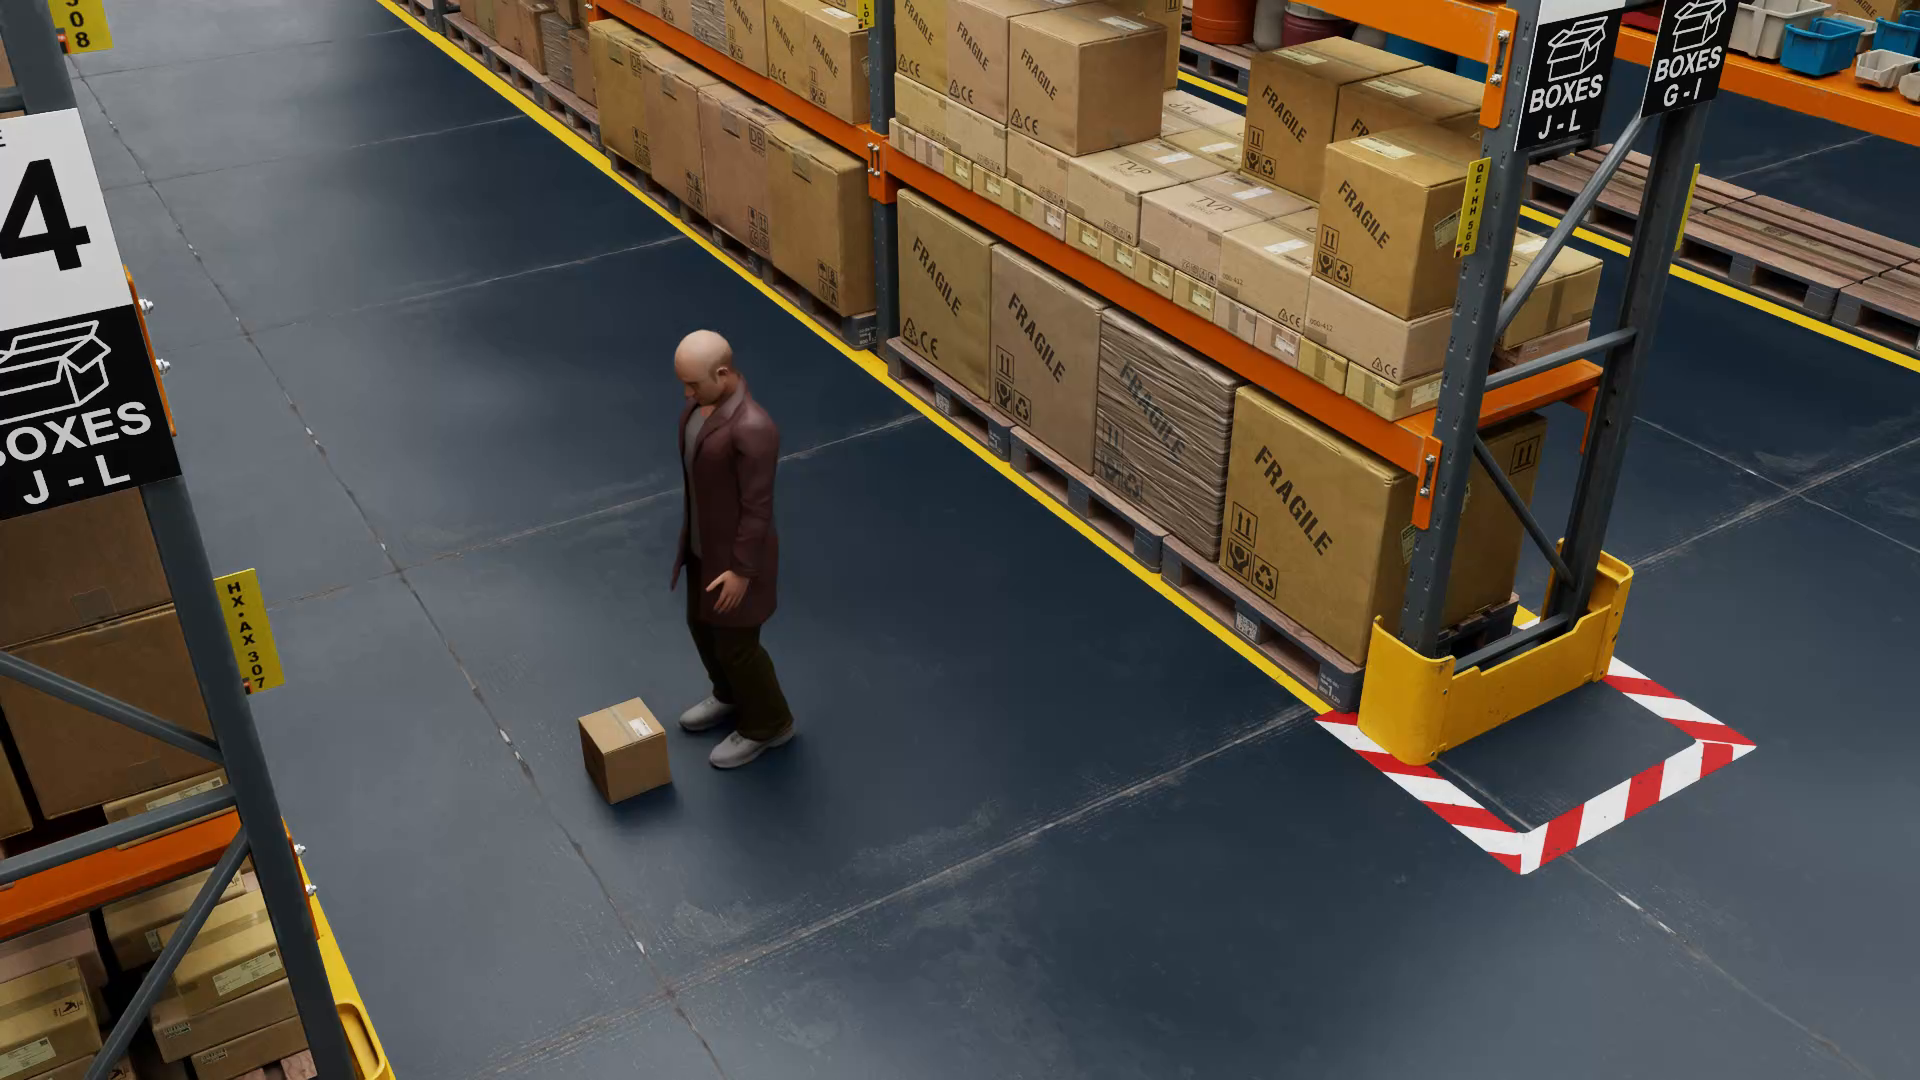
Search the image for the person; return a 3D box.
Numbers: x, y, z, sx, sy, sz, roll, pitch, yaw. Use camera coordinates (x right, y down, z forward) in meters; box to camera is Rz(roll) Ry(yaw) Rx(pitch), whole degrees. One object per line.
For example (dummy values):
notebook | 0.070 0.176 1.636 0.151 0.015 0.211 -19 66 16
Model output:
person | -0.866 0.035 6.116 0.382 1.764 0.569 -18 36 -26
